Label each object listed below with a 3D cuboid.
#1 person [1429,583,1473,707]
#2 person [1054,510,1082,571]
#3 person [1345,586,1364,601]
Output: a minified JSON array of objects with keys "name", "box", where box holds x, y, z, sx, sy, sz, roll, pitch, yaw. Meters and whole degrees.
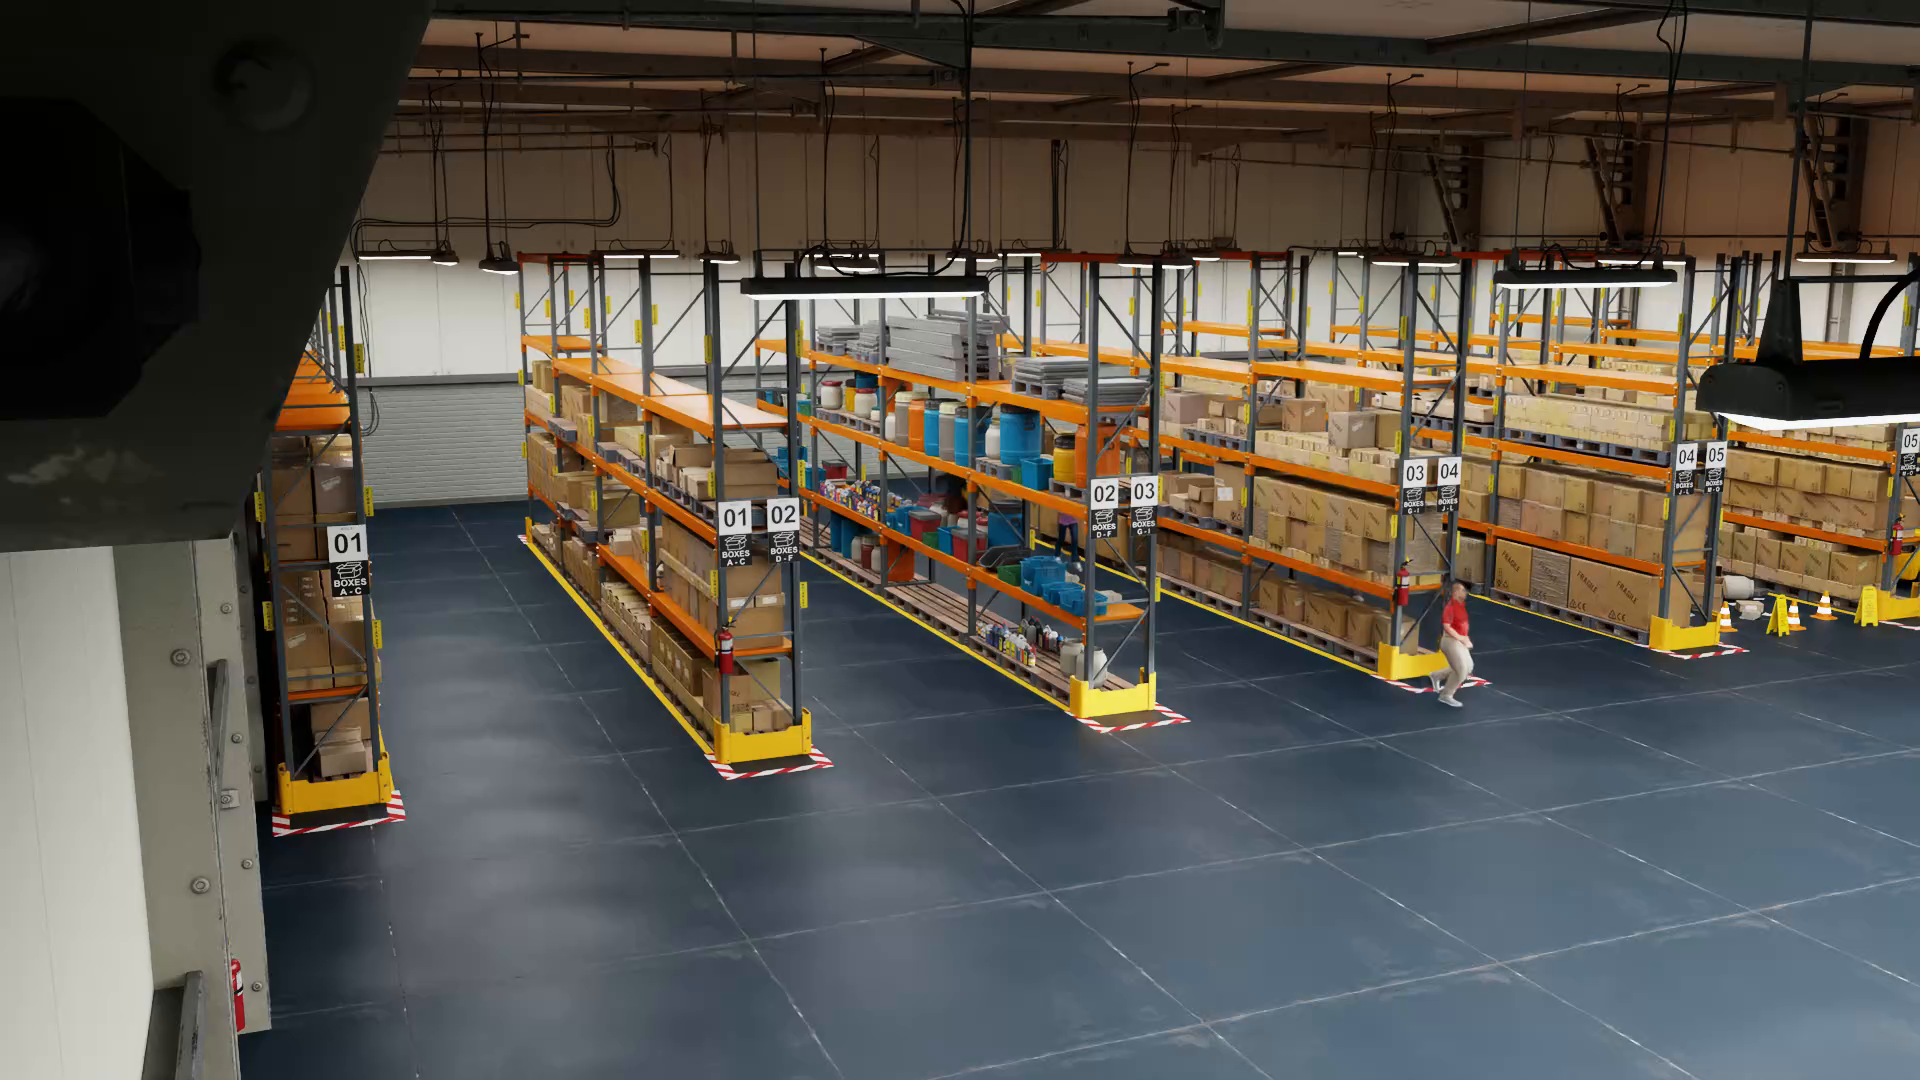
[{"name":"person","box":[6.739,1.410,22.743,0.596,1.667,0.712,5,12,26]},{"name":"person","box":[1.994,-0.290,30.571,0.548,1.621,0.818,-5,11,-24]},{"name":"person","box":[6.965,0.225,29.315,0.577,1.644,0.603,-5,11,-24]}]
